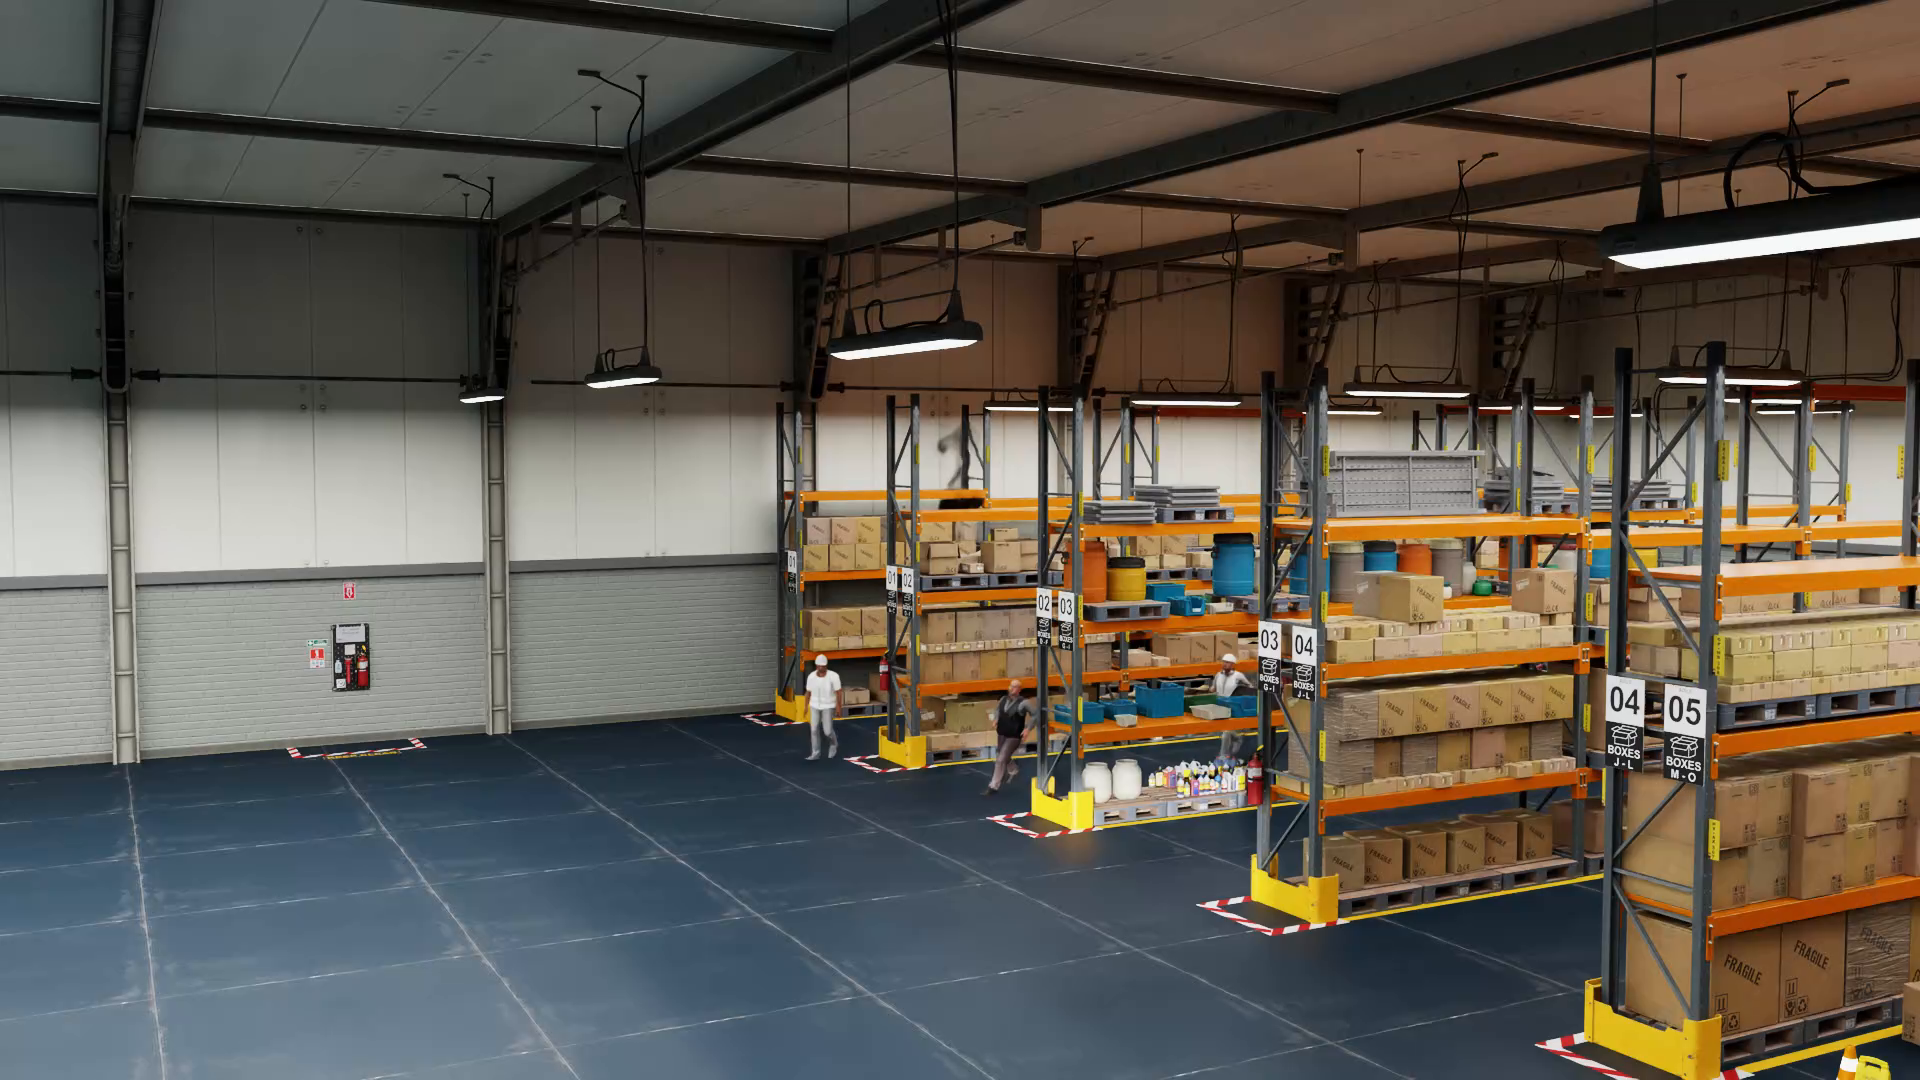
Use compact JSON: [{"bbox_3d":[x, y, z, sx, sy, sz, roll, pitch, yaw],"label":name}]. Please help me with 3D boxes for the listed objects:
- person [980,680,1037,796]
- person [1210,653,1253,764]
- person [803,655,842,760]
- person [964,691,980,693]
[{"bbox_3d":[0.741,2.913,24.636,0.727,1.693,0.955,3,4,44],"label":"person"},{"bbox_3d":[4.406,2.727,27.164,0.675,1.760,0.907,3,4,43],"label":"person"},{"bbox_3d":[-2.238,2.745,27.313,0.649,1.751,0.563,1,3,15],"label":"person"},{"bbox_3d":[0.258,2.546,30.492,0.694,1.778,0.641,-3,4,-43],"label":"person"}]
